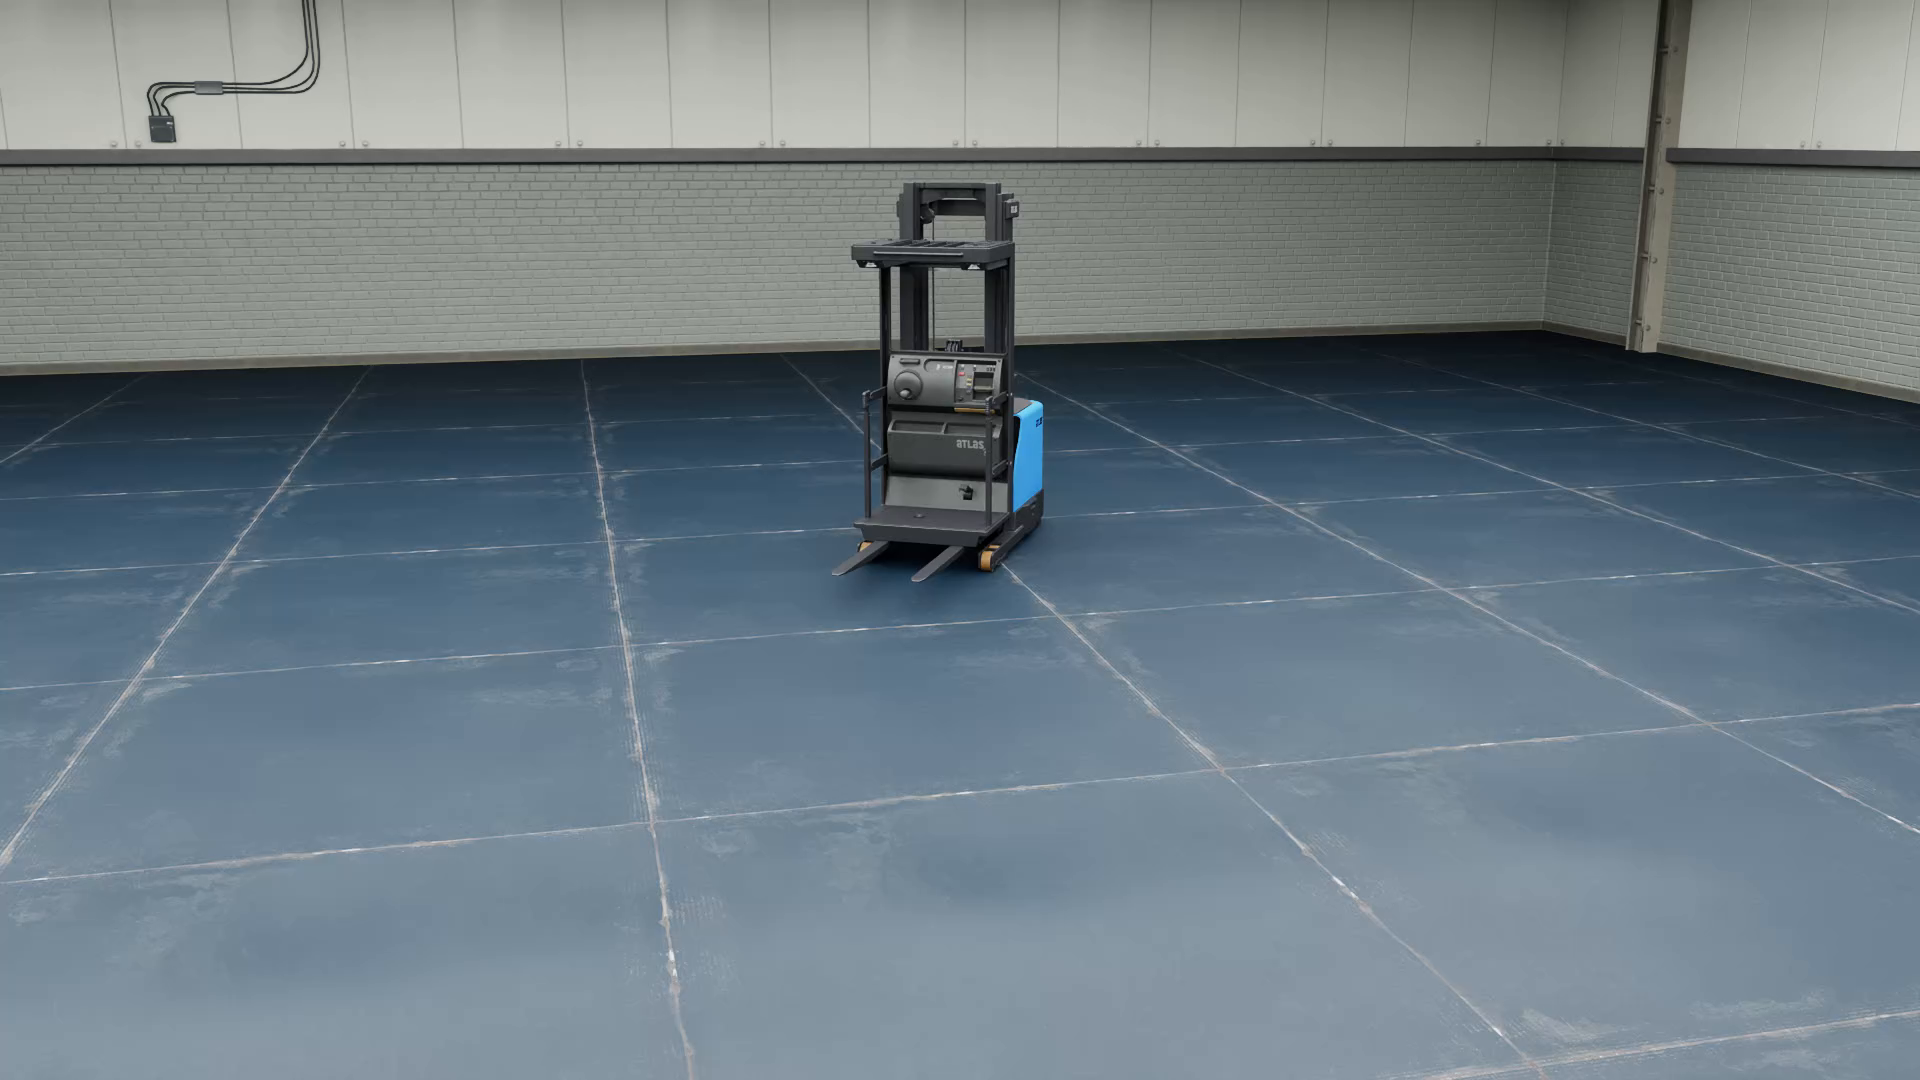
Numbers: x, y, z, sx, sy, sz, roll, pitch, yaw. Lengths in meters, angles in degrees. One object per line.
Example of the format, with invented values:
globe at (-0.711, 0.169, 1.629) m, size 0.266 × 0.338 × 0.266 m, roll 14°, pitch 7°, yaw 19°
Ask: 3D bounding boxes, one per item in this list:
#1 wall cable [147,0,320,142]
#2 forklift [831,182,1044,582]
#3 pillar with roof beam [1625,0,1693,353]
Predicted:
wall cable at (-10.107, -8.514, 22.648) m, size 2.305 × 6.003 × 0.169 m, roll -3°, pitch 14°, yaw -13°
forklift at (-0.179, -1.280, 12.992) m, size 1.130 × 2.935 × 3.031 m, roll 4°, pitch 14°, yaw 16°
pillar with roof beam at (6.502, -7.099, 24.022) m, size 9.100 × 9.000 × 0.400 m, roll -3°, pitch 14°, yaw -13°
